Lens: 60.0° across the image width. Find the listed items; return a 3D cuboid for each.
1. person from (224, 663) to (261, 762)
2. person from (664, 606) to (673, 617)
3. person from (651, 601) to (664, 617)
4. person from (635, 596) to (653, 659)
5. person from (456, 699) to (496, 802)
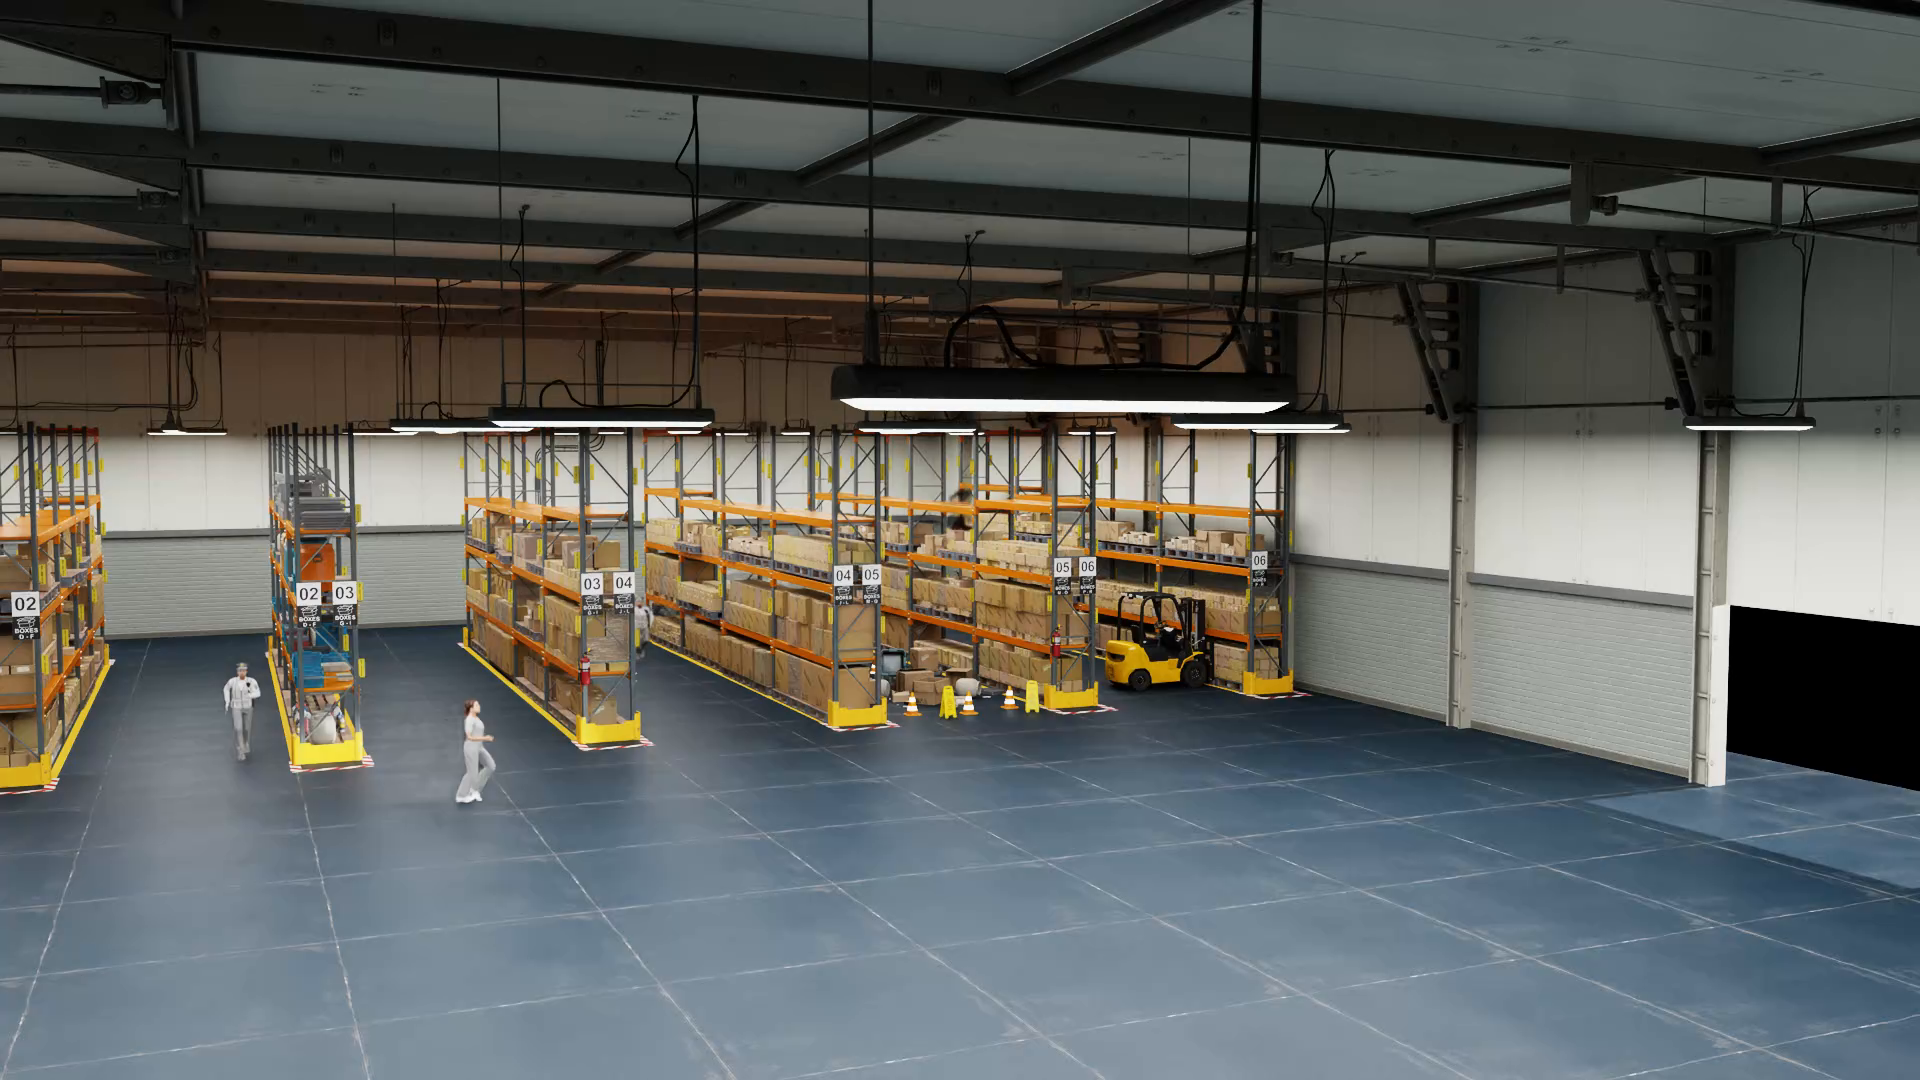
[{"bbox_3d":[-12.843,3.049,29.782,0.580,1.739,0.849,-2,4,-27],"label":"person"},{"bbox_3d":[-8.543,1.855,49.326,0.546,1.728,0.680,-2,4,-25],"label":"person"},{"bbox_3d":[-8.965,1.872,49.192,0.652,1.684,0.758,1,4,10],"label":"person"},{"bbox_3d":[-8.180,2.266,42.796,0.634,1.644,0.775,-1,4,-19],"label":"person"},{"bbox_3d":[-7.591,3.300,26.061,0.655,1.653,0.540,0,3,1],"label":"person"}]
